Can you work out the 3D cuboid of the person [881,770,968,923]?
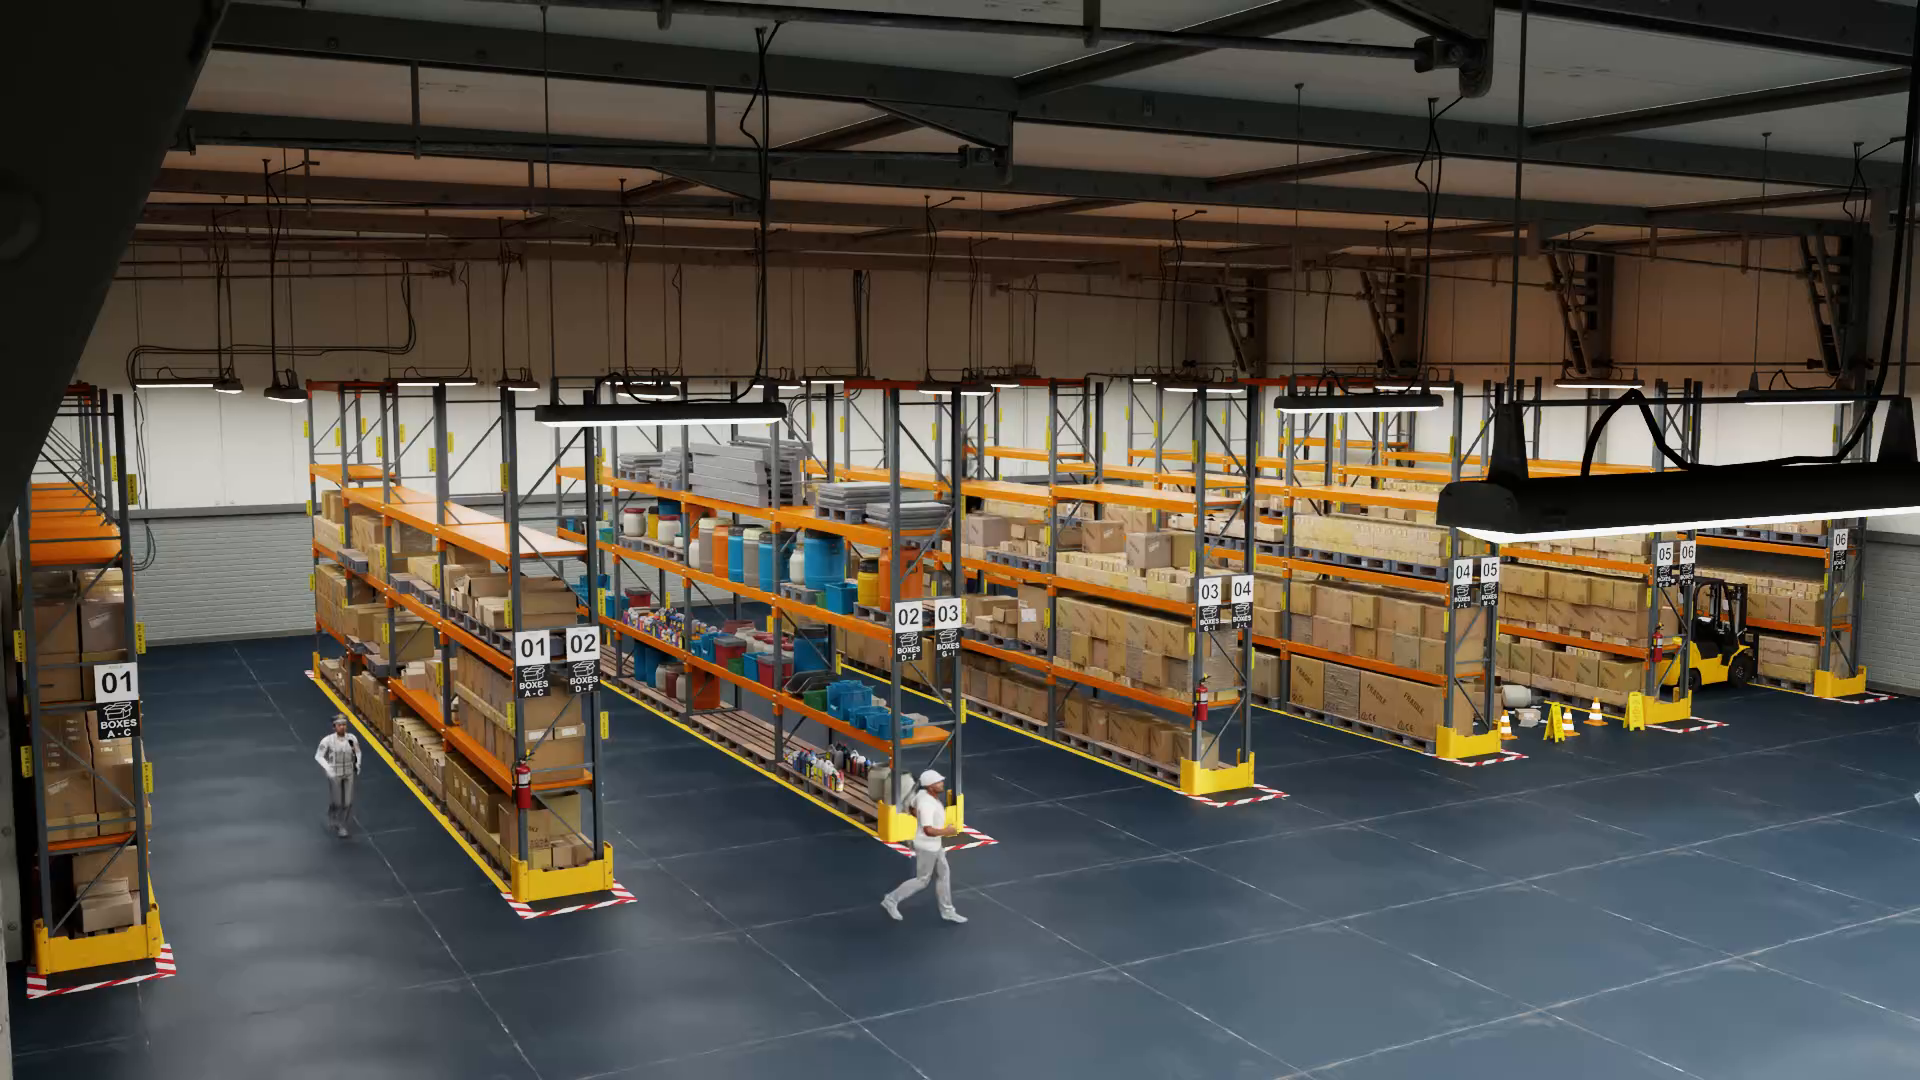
[{"bbox_3d":[-0.398,3.461,18.745,0.980,1.773,0.710,0,6,0],"label":"person"}]

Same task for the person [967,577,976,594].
[{"bbox_3d":[0.235,1.070,42.026,0.692,1.623,0.614,0,6,-3],"label":"person"}]

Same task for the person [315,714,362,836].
[{"bbox_3d":[-8.295,3.140,22.297,0.599,1.652,0.539,-5,8,-36],"label":"person"}]
